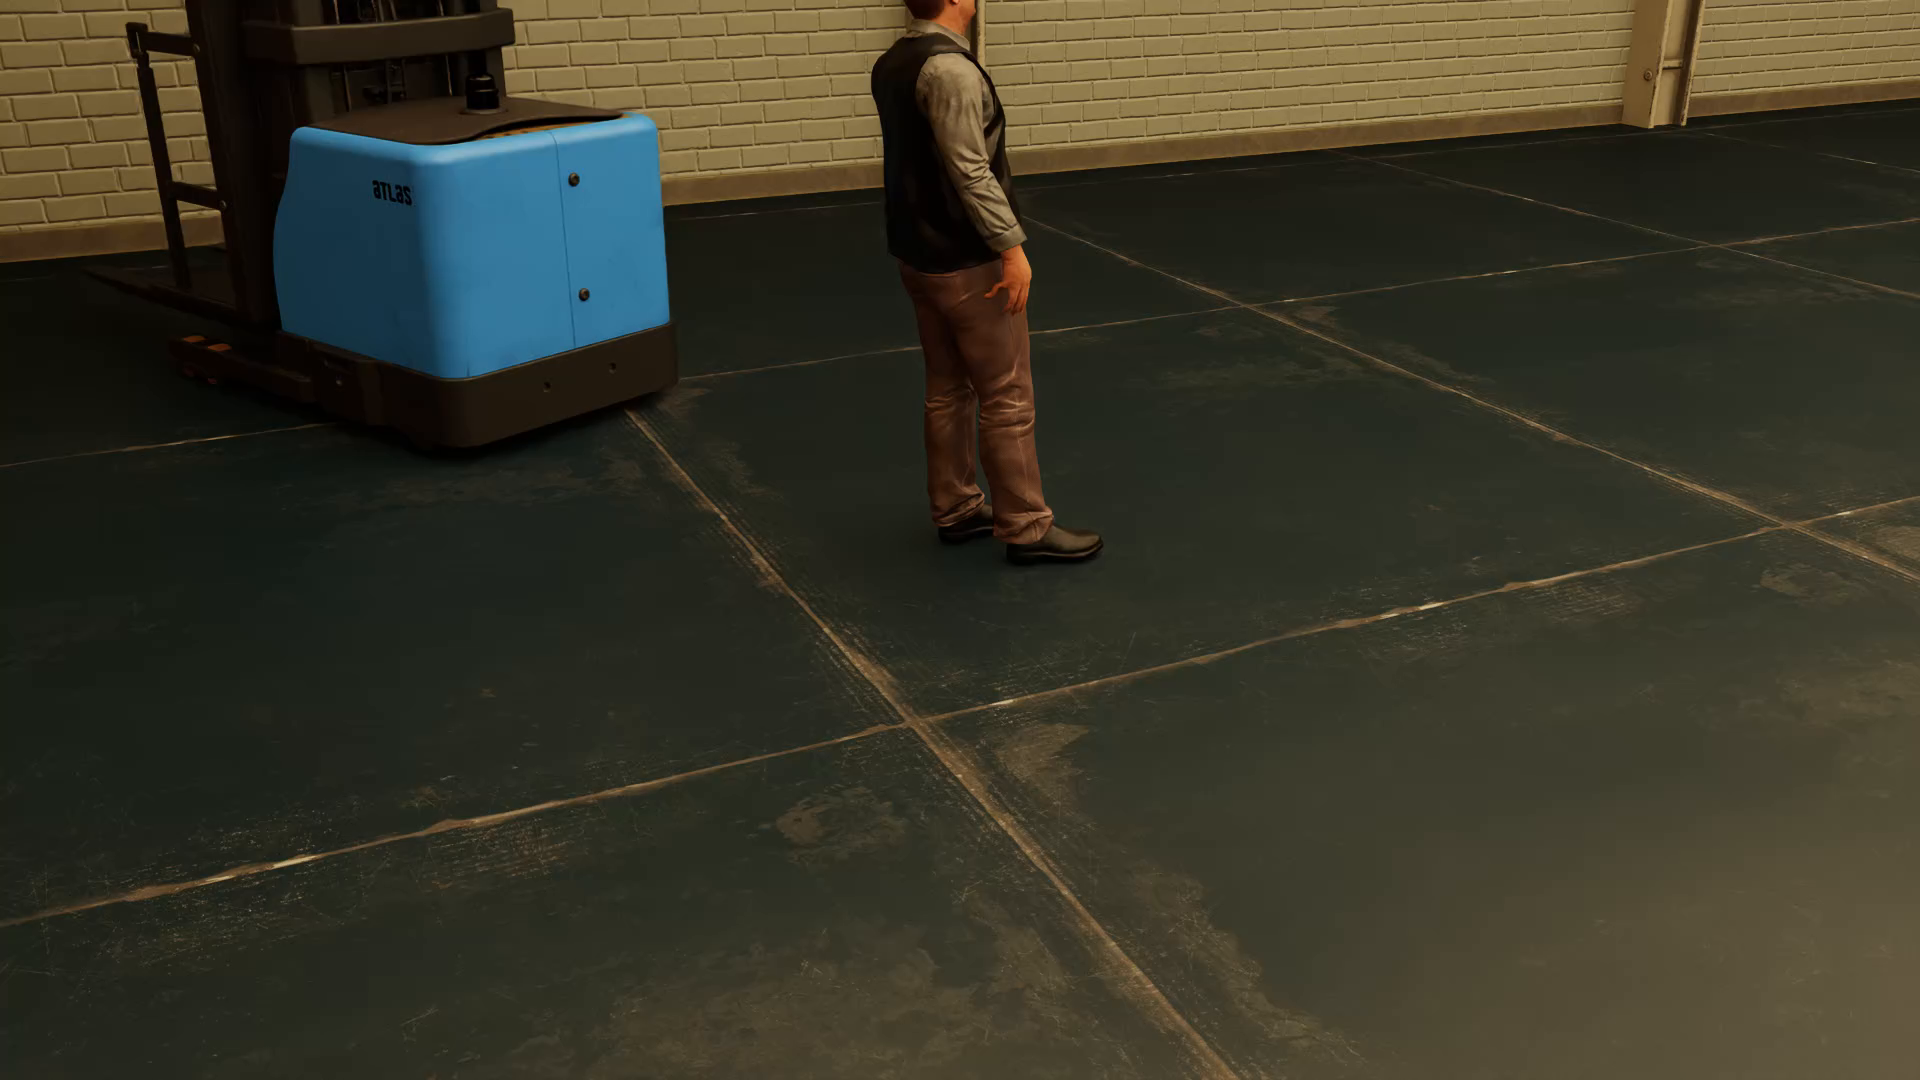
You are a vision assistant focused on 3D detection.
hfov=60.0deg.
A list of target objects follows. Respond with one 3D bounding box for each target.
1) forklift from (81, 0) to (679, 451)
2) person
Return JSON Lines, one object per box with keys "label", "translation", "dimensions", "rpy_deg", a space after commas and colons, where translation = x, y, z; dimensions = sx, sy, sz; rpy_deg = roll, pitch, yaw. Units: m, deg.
{"label": "forklift", "translation": [-2.549, -2.104, 6.351], "dimensions": [3.031, 2.935, 1.130], "rpy_deg": [17, 28, 35]}
{"label": "person", "translation": [0.060, -0.809, 4.792], "dimensions": [0.566, 1.722, 0.633], "rpy_deg": [-10, 25, -23]}
